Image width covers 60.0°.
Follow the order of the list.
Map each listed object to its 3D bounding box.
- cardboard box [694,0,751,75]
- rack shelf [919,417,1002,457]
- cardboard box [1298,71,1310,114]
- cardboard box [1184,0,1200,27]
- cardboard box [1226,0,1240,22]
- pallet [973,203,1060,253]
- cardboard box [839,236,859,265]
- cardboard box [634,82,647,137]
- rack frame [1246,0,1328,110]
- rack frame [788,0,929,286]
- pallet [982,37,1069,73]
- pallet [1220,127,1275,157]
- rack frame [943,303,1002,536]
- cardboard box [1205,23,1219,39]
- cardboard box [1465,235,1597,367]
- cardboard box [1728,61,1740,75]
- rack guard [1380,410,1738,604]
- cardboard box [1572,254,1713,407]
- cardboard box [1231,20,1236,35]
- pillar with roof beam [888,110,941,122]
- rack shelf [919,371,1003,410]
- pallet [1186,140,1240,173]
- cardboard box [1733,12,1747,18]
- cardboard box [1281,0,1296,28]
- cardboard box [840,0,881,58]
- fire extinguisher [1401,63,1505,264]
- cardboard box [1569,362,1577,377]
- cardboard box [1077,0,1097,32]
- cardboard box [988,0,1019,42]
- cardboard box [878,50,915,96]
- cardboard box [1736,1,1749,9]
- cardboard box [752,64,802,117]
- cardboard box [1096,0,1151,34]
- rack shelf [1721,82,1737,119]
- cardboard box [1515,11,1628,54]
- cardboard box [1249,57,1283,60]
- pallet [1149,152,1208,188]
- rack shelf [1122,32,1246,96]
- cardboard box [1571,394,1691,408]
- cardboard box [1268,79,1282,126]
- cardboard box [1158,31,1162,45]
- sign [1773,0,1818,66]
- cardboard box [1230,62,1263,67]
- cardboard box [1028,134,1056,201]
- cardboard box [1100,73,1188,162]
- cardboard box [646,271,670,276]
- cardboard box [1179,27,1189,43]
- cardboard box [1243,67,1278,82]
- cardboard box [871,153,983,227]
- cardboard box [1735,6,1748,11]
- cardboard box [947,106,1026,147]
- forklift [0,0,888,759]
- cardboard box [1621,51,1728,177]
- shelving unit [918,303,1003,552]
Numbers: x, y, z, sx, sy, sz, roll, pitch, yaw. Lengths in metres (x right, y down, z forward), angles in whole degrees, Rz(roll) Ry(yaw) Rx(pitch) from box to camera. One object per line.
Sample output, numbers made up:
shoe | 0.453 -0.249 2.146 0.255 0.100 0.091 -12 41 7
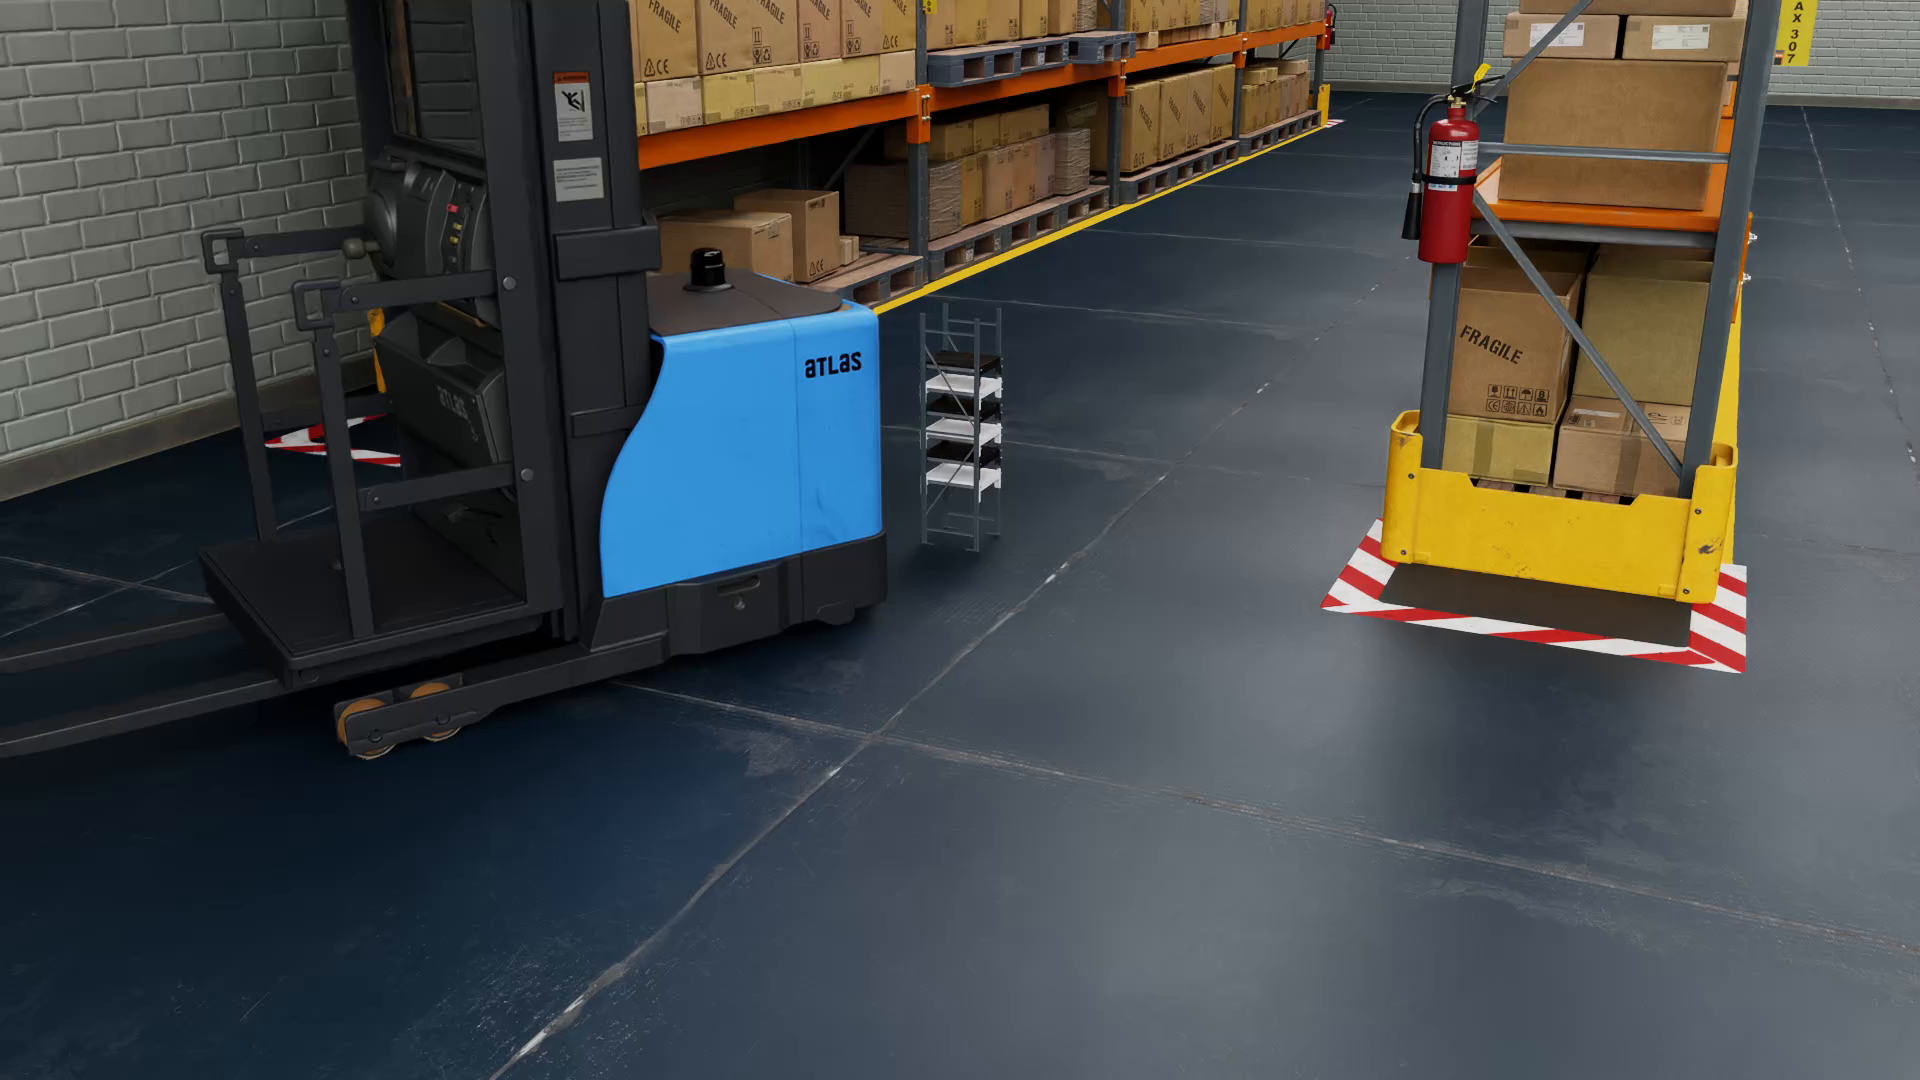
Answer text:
cardboard box | -1.437 -2.704 8.670 0.500 0.500 0.500 8 21 21
rack shelf | 0.003 -0.395 6.336 0.258 0.077 0.200 9 21 23
cardboard box | 4.021 -5.684 21.078 0.700 0.500 0.500 9 21 23
cardboard box | 2.006 -5.227 16.066 0.500 0.500 0.500 9 22 24
cardboard box | 2.619 -5.690 17.368 0.500 0.500 0.500 8 21 22
pallet | 0.118 -2.522 13.245 1.003 0.211 1.213 9 21 23
cardboard box | -0.889 -1.928 10.985 0.380 0.166 0.250 6 20 16
cardboard box | -1.846 -2.045 7.936 0.500 0.250 0.500 8 21 21
rack frame | 4.216 -6.892 21.370 1.000 3.000 0.127 9 21 23
rack frame | -0.698 -3.223 11.055 1.000 3.000 0.127 9 21 23
pallet | 0.167 -3.745 12.808 1.003 0.211 1.213 9 21 23
pallet | 2.961 -4.577 19.023 1.003 0.211 1.213 9 21 23
rack frame | 0.045 -0.458 6.412 0.240 0.900 0.006 9 21 23
cardboard box | 2.415 -5.175 16.890 0.380 0.149 0.250 9 21 23
cardboard box | 2.530 -1.090 7.415 0.500 0.500 0.500 9 21 23
cardboard box | 5.345 -3.336 11.748 0.380 0.149 0.250 9 21 23
rack guard | 2.176 -0.137 6.107 1.175 0.500 0.348 9 21 23
cardboard box | 2.811 -0.864 6.779 0.500 0.500 0.500 9 21 23
cardboard box | 2.698 -5.418 17.571 0.380 0.149 0.250 9 21 23
pillar with roof beam | 3.546 -6.403 11.044 9.100 9.000 0.400 9 21 23
rack shelf | 0.003 -0.565 6.276 0.258 0.077 0.200 9 21 23
pallet | 2.331 -4.109 17.707 1.003 0.211 1.213 9 21 23
cardboard box | 2.648 -1.846 6.066 0.380 0.149 0.250 8 21 21
cardboard box | 3.408 -6.420 19.596 0.980 0.700 0.700 7 21 20
cardboard box | -0.808 -3.175 9.995 0.500 0.500 0.500 8 21 22
fire extinguisher | 1.713 -1.313 5.800 0.296 0.674 0.183 9 21 23
cardboard box | 2.532 -0.736 7.539 0.500 0.250 0.500 9 21 23
cardboard box | 0.757 -4.555 13.995 0.700 0.500 0.500 6 20 16
cardboard box | 0.019 -4.004 12.445 0.700 0.500 0.500 12 23 30
cardboard box | -0.615 -2.976 10.553 0.500 0.250 0.500 9 21 23
cardboard box | 3.280 -2.315 7.385 0.380 0.149 0.250 9 22 24
cardboard box | -1.223 -2.515 9.257 0.500 0.250 0.500 9 21 23
cardboard box | 1.373 -4.756 14.742 0.500 0.500 0.500 9 22 24
rack shelf | 4.642 -2.817 10.987 1.077 0.370 4.000 9 21 23
cardboard box | 2.274 -1.898 6.211 0.380 0.149 0.250 9 22 24
cardboard box | 3.890 -6.055 21.154 0.380 0.149 0.250 9 21 23
pallet | 1.833 -3.734 16.654 1.003 0.211 1.213 9 21 23
rack shelf | 1.759 -4.718 16.333 1.077 0.370 4.000 9 21 23
cardboard box | 2.809 -0.511 6.906 0.500 0.250 0.500 9 21 23
cardboard box | 3.399 -5.213 19.755 0.700 0.500 0.500 9 22 24
cardboard box | 1.673 -4.726 15.625 0.380 0.149 0.250 9 21 24
sign | 2.689 -1.689 5.331 0.100 0.325 0.005 9 21 23
cardboard box | 3.477 -5.746 20.285 0.380 0.149 0.250 9 21 23
cardboard box | 0.376 -3.107 13.802 0.700 0.500 0.500 9 21 23
cardboard box | 1.726 -4.105 16.115 0.750 0.750 0.750 8 21 22
cardboard box | -1.737 -1.314 9.044 0.500 0.311 0.500 11 22 27
cardboard box | 2.019 -4.956 16.272 0.380 0.149 0.250 9 22 24
cardboard box | 3.498 -5.448 19.448 0.380 0.149 0.250 8 21 21
cardboard box | -0.245 -2.645 12.503 0.700 0.500 0.500 8 21 22
cardboard box | 2.964 -2.081 6.726 0.380 0.149 0.250 8 21 21
cardboard box | 0.197 -3.278 13.164 0.500 0.250 0.500 8 21 22
forklift | -1.742 -0.960 4.795 3.031 2.935 1.130 -14 24 -33
cardboard box | 2.599 -1.671 6.542 0.700 0.500 0.500 9 22 24
shelving unit | 0.003 -0.426 6.325 0.258 0.900 0.210 9 21 23
